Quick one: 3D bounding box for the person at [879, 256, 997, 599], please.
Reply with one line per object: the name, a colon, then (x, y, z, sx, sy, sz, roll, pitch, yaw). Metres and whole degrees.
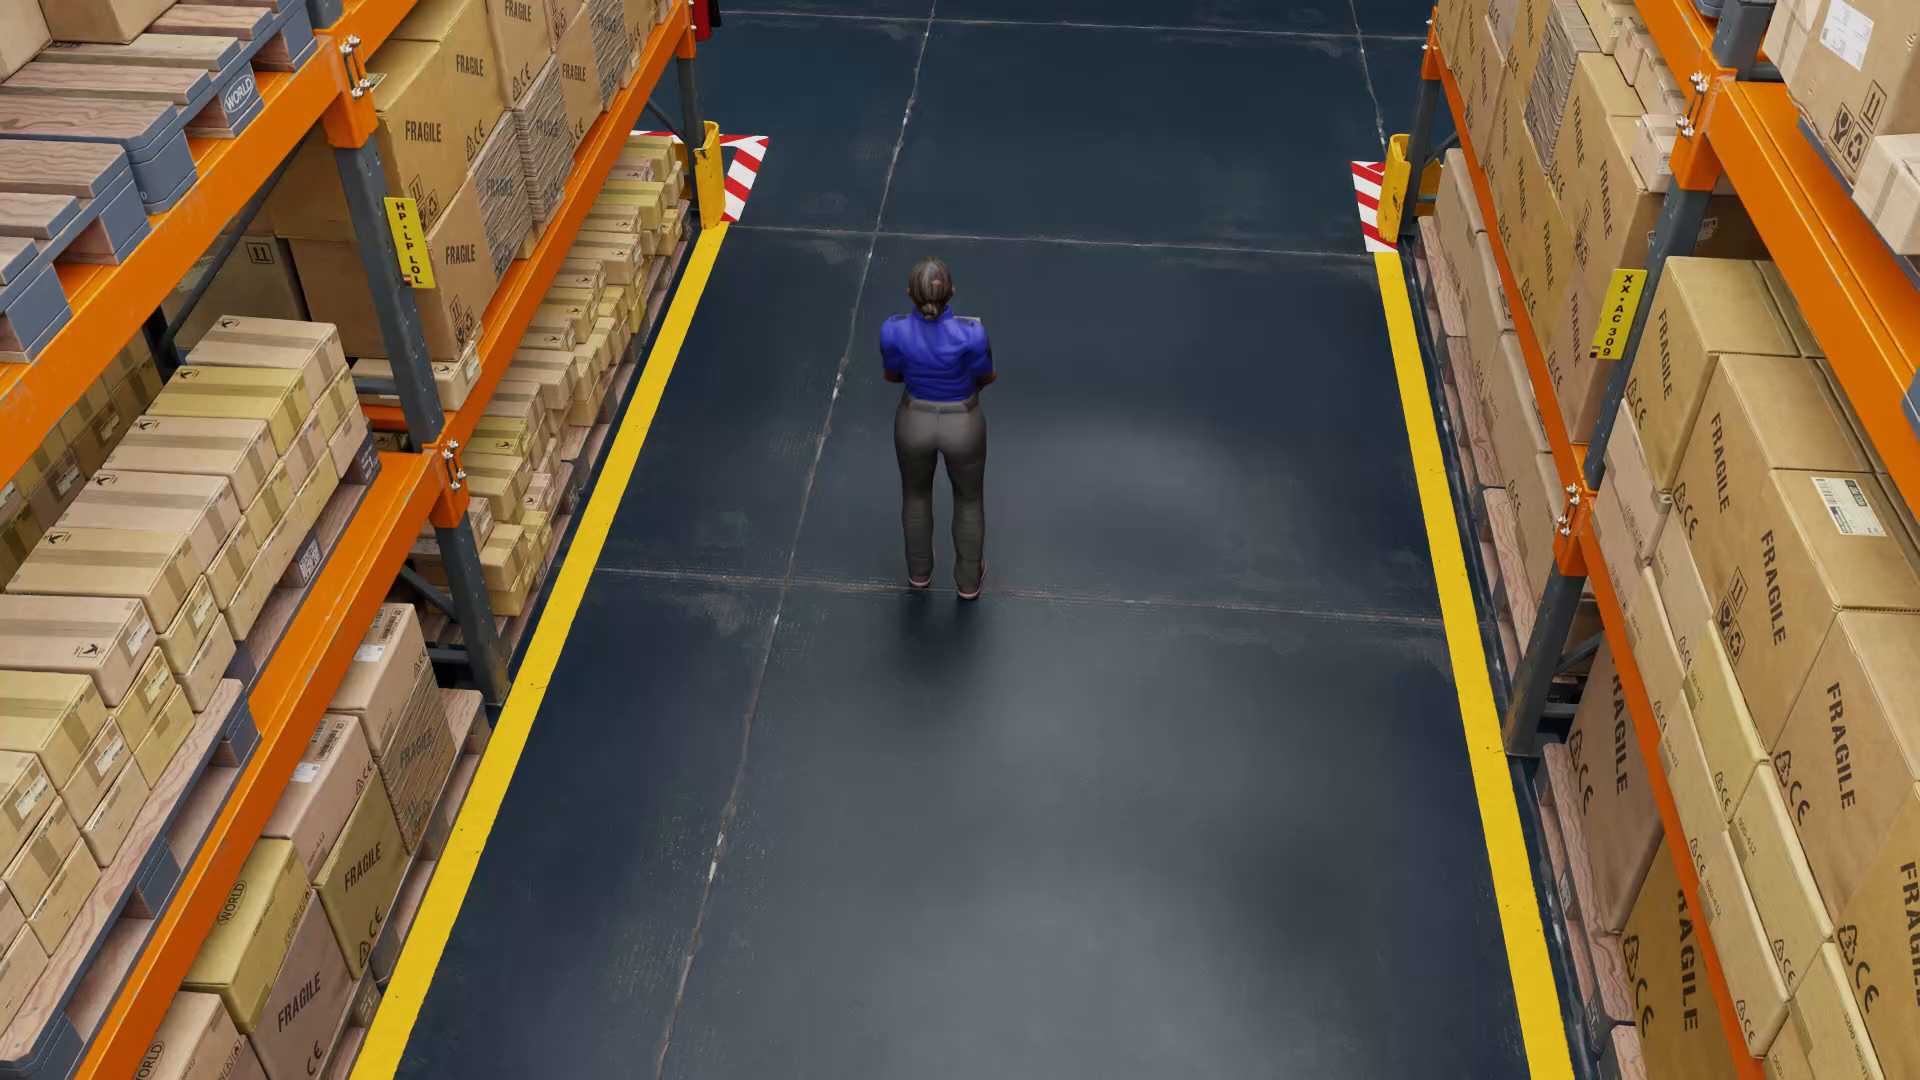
person: (-0.076, -0.494, 6.751, 0.450, 1.645, 0.522, 4, 40, 4)
